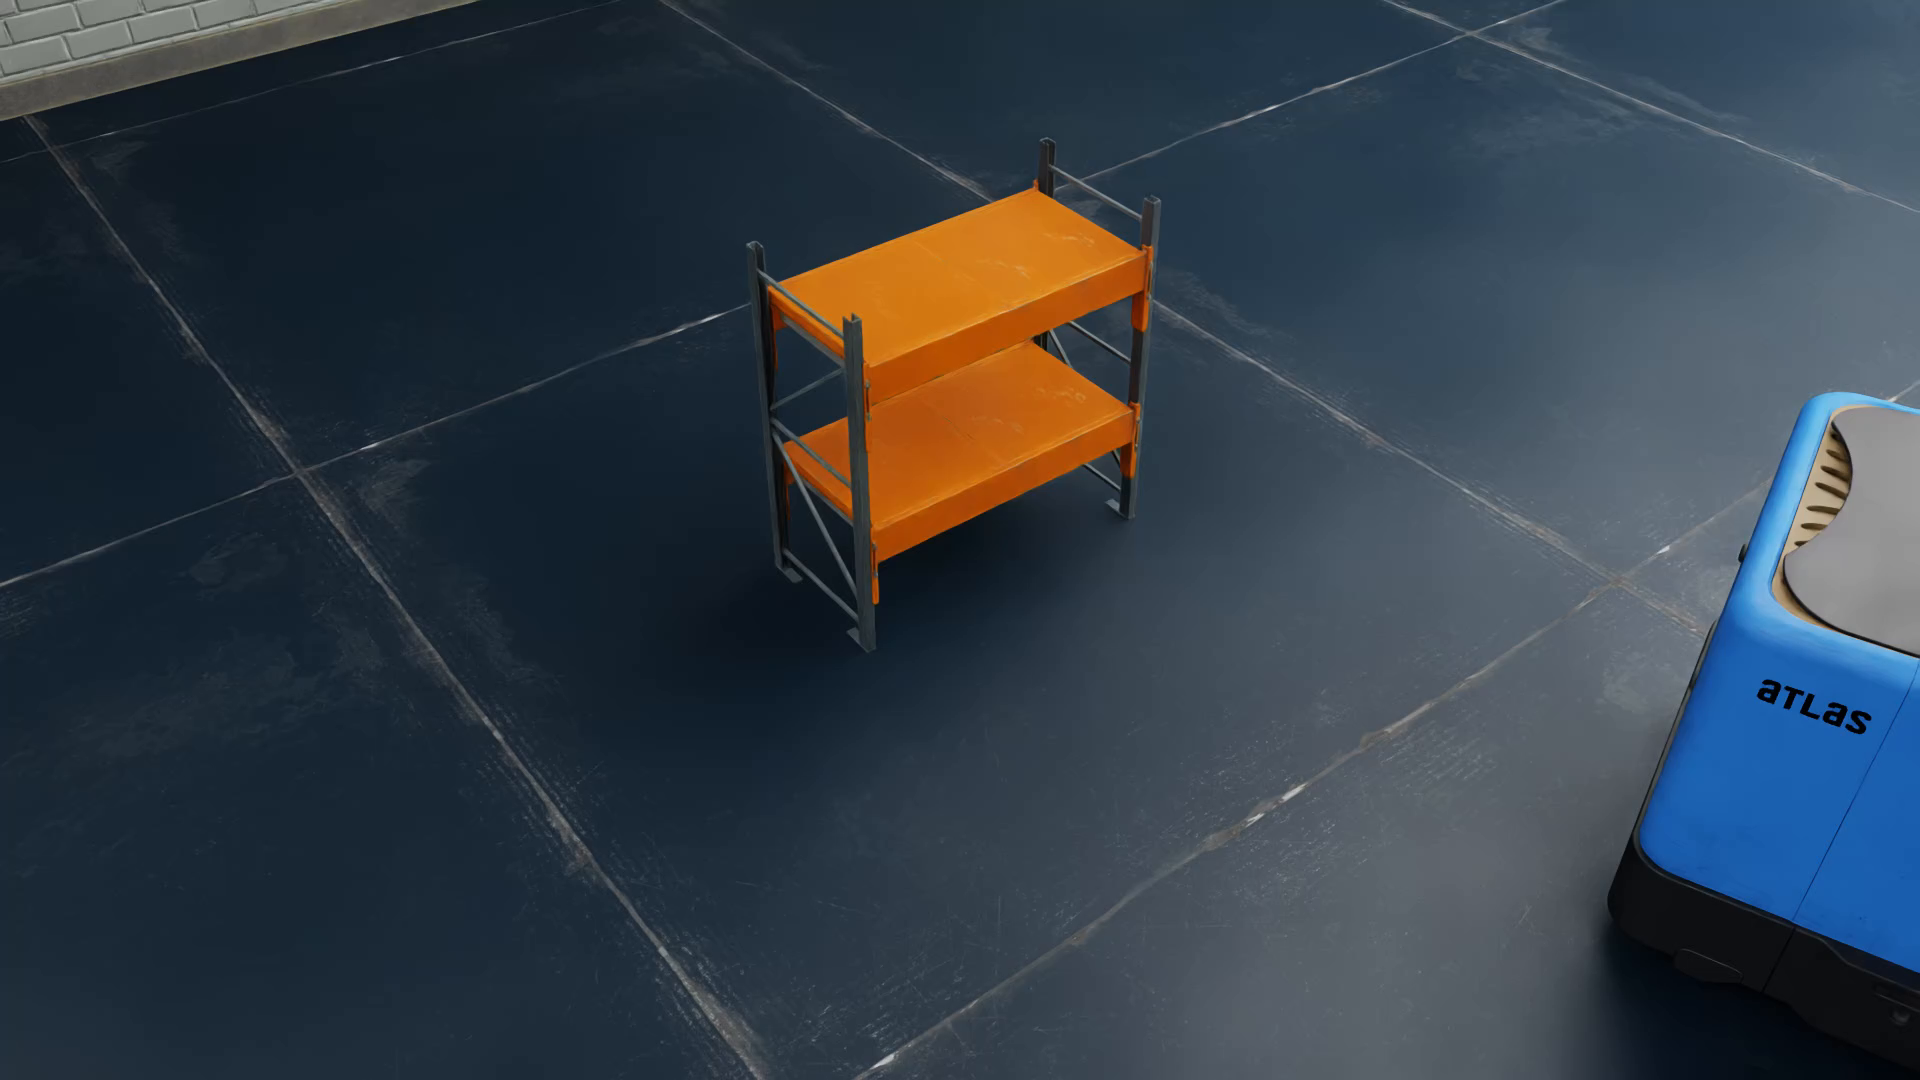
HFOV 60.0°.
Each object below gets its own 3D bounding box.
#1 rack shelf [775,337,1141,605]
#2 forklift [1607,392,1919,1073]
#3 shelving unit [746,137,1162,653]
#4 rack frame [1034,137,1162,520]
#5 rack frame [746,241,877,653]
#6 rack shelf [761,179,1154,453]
[{"bbox_3d":[-0.005,-0.243,5.045,1.000,0.278,0.538,-26,46,-28],"label":"rack shelf"},{"bbox_3d":[3.102,0.063,2.862,3.031,2.935,1.130,21,44,24],"label":"forklift"},{"bbox_3d":[-0.005,-0.432,4.890,1.048,1.125,0.538,-26,46,-28],"label":"shelving unit"},{"bbox_3d":[0.398,-0.629,5.130,0.032,1.125,0.500,-26,46,-28],"label":"rack frame"},{"bbox_3d":[-0.408,-0.236,4.651,0.032,1.125,0.500,-26,46,-28],"label":"rack frame"},{"bbox_3d":[-0.005,-0.659,4.704,1.000,0.278,0.538,-26,46,-28],"label":"rack shelf"}]
